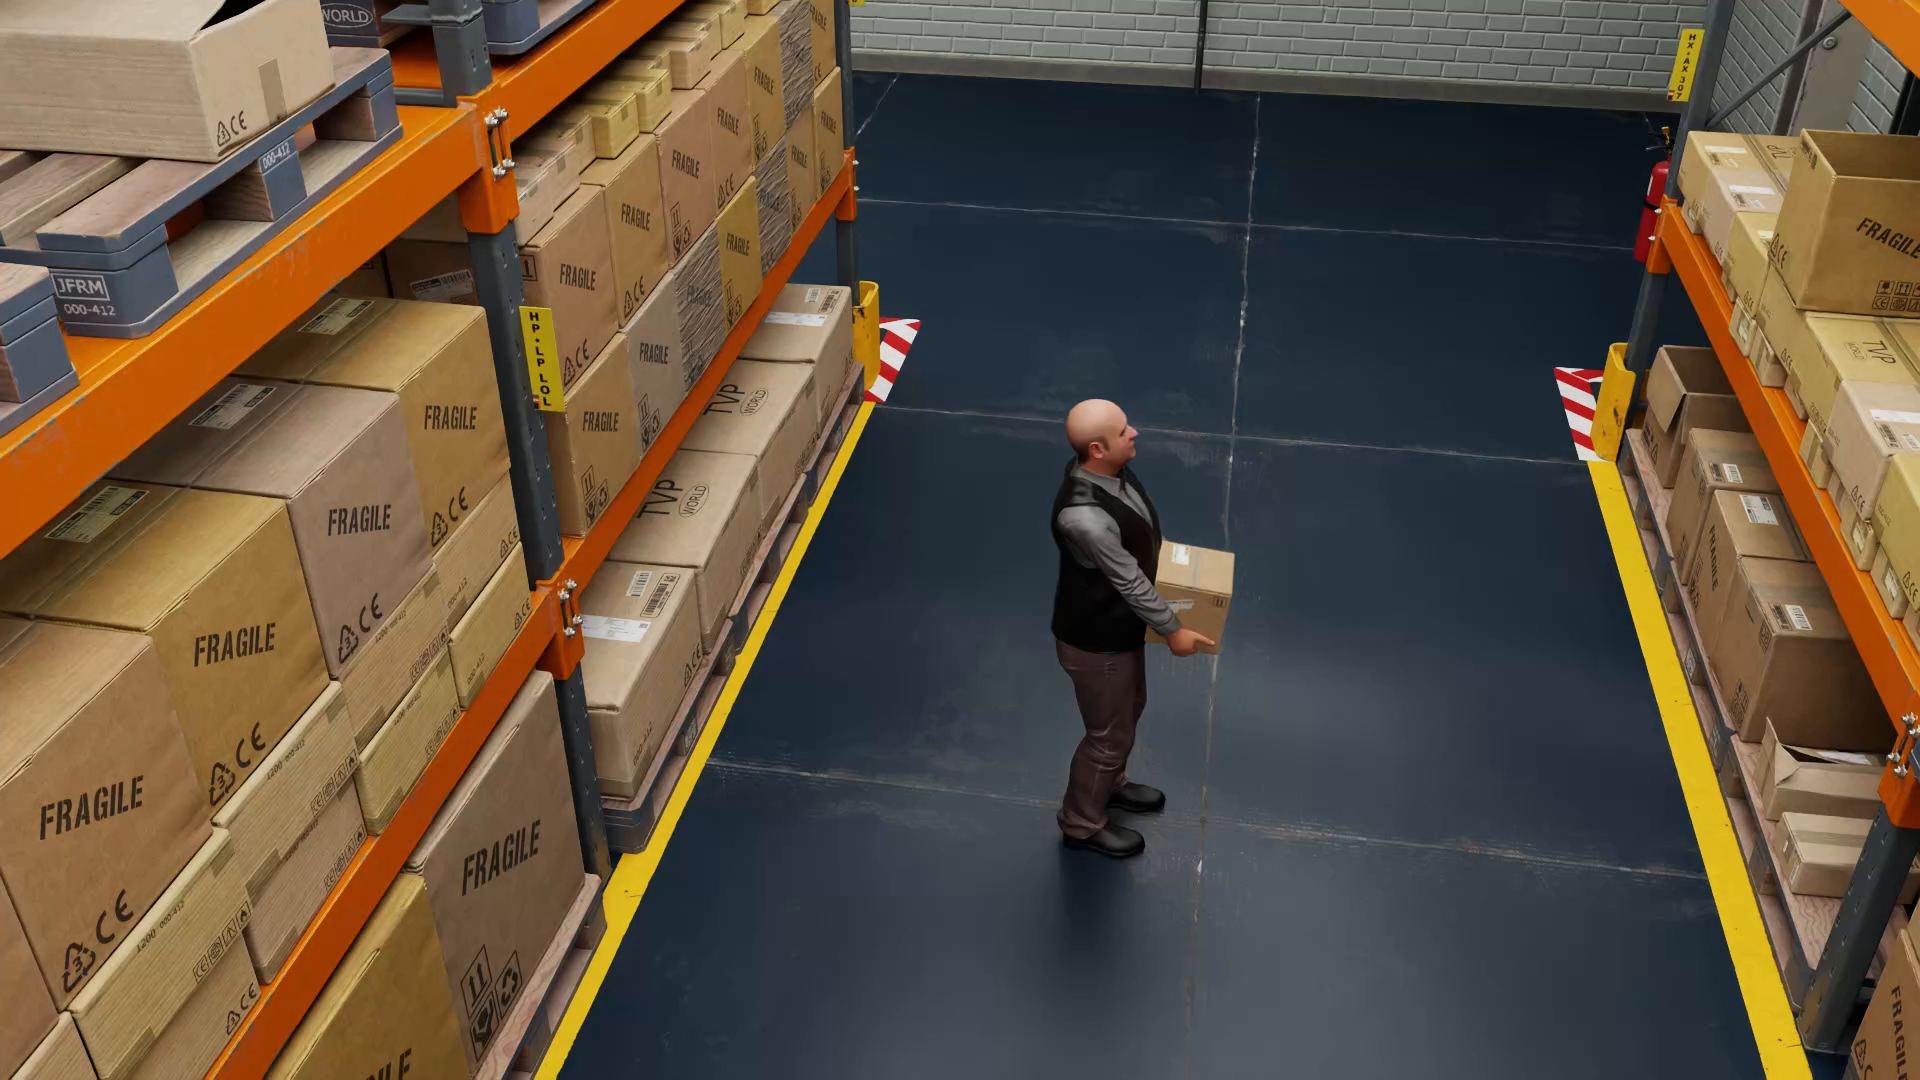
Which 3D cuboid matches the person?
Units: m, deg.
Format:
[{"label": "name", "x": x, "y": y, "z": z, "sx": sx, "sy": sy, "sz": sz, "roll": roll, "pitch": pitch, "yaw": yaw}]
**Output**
[{"label": "person", "x": 0.588, "y": 0.305, "z": 5.684, "sx": 0.559, "sy": 1.711, "sz": 0.494, "roll": 5, "pitch": 33, "yaw": 8}]
